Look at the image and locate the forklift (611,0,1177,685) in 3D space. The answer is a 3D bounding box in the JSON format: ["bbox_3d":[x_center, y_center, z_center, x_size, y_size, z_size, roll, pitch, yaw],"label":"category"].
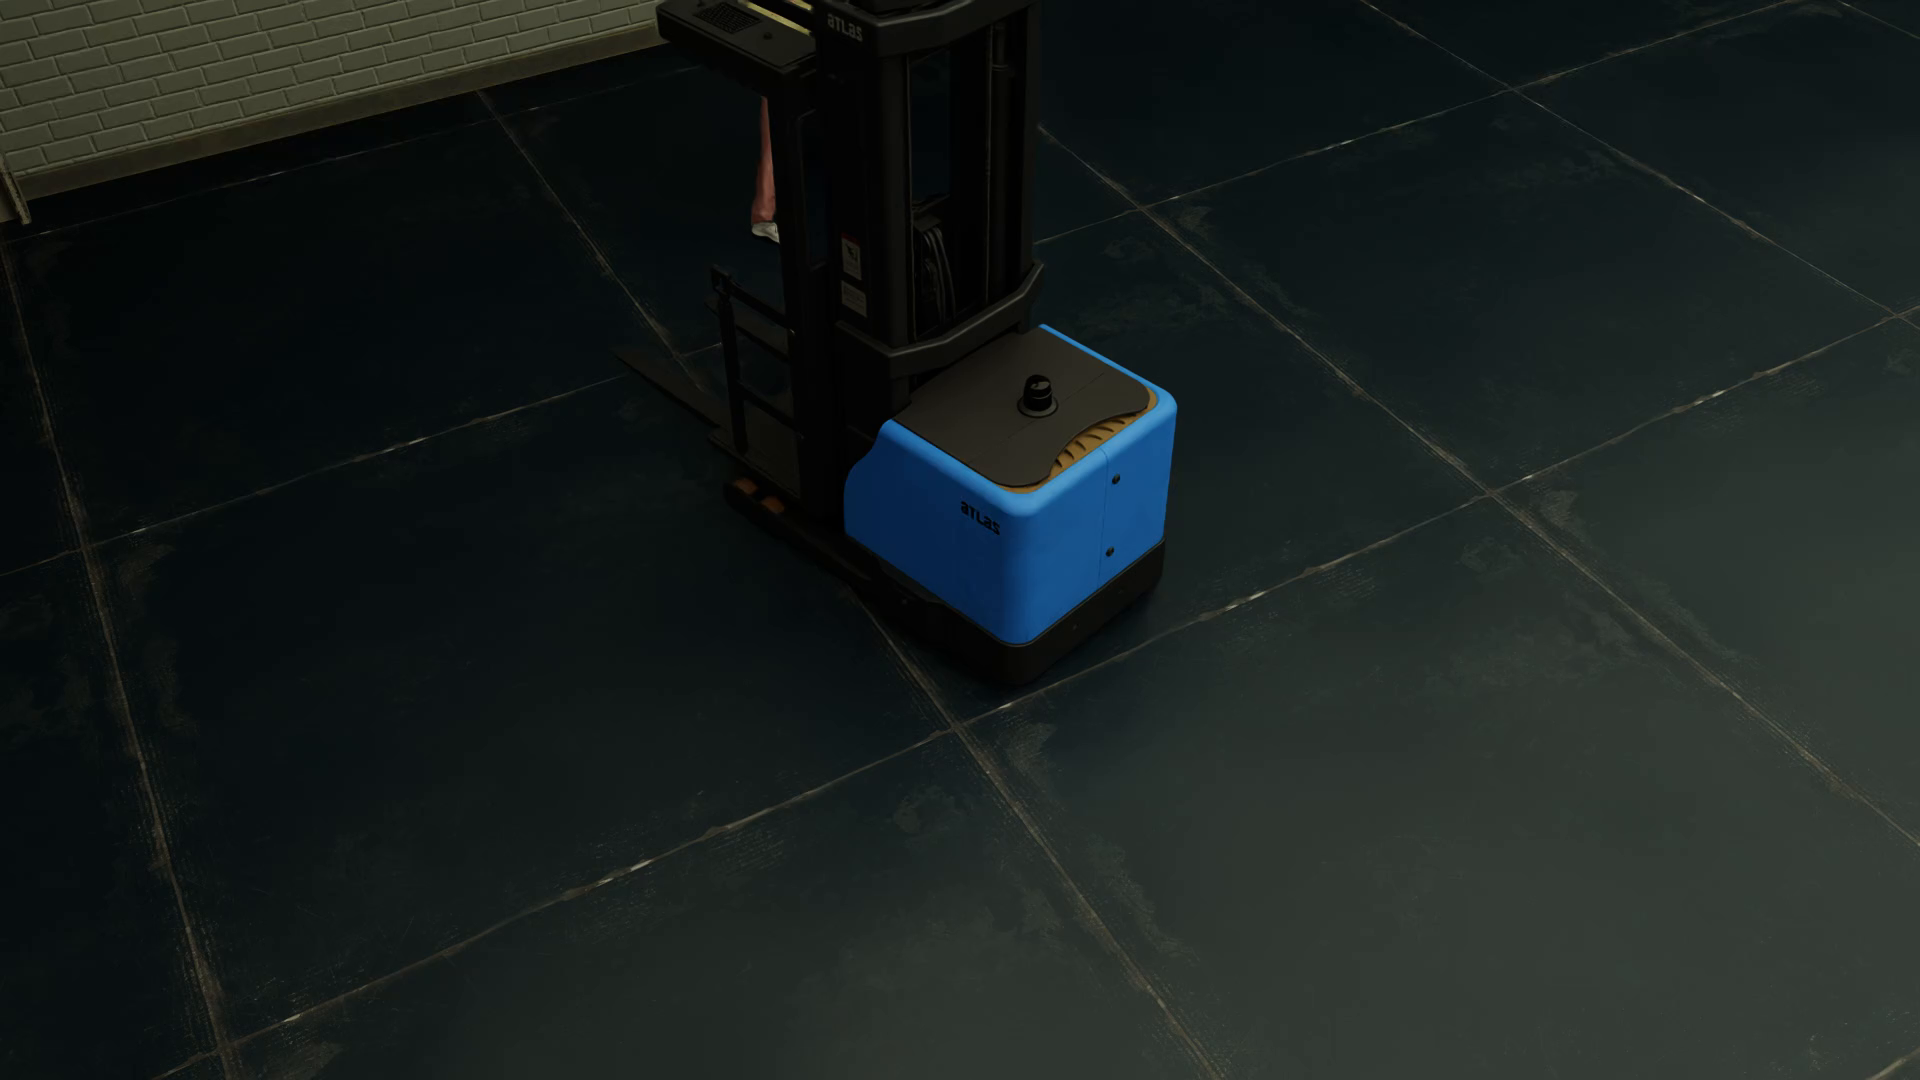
[{"bbox_3d":[-0.485,-1.345,7.148,3.031,2.935,1.130,33,52,31],"label":"forklift"}]

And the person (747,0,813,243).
[{"bbox_3d":[-0.865,-2.693,9.663,1.200,1.479,0.902,-27,49,-26],"label":"person"}]
